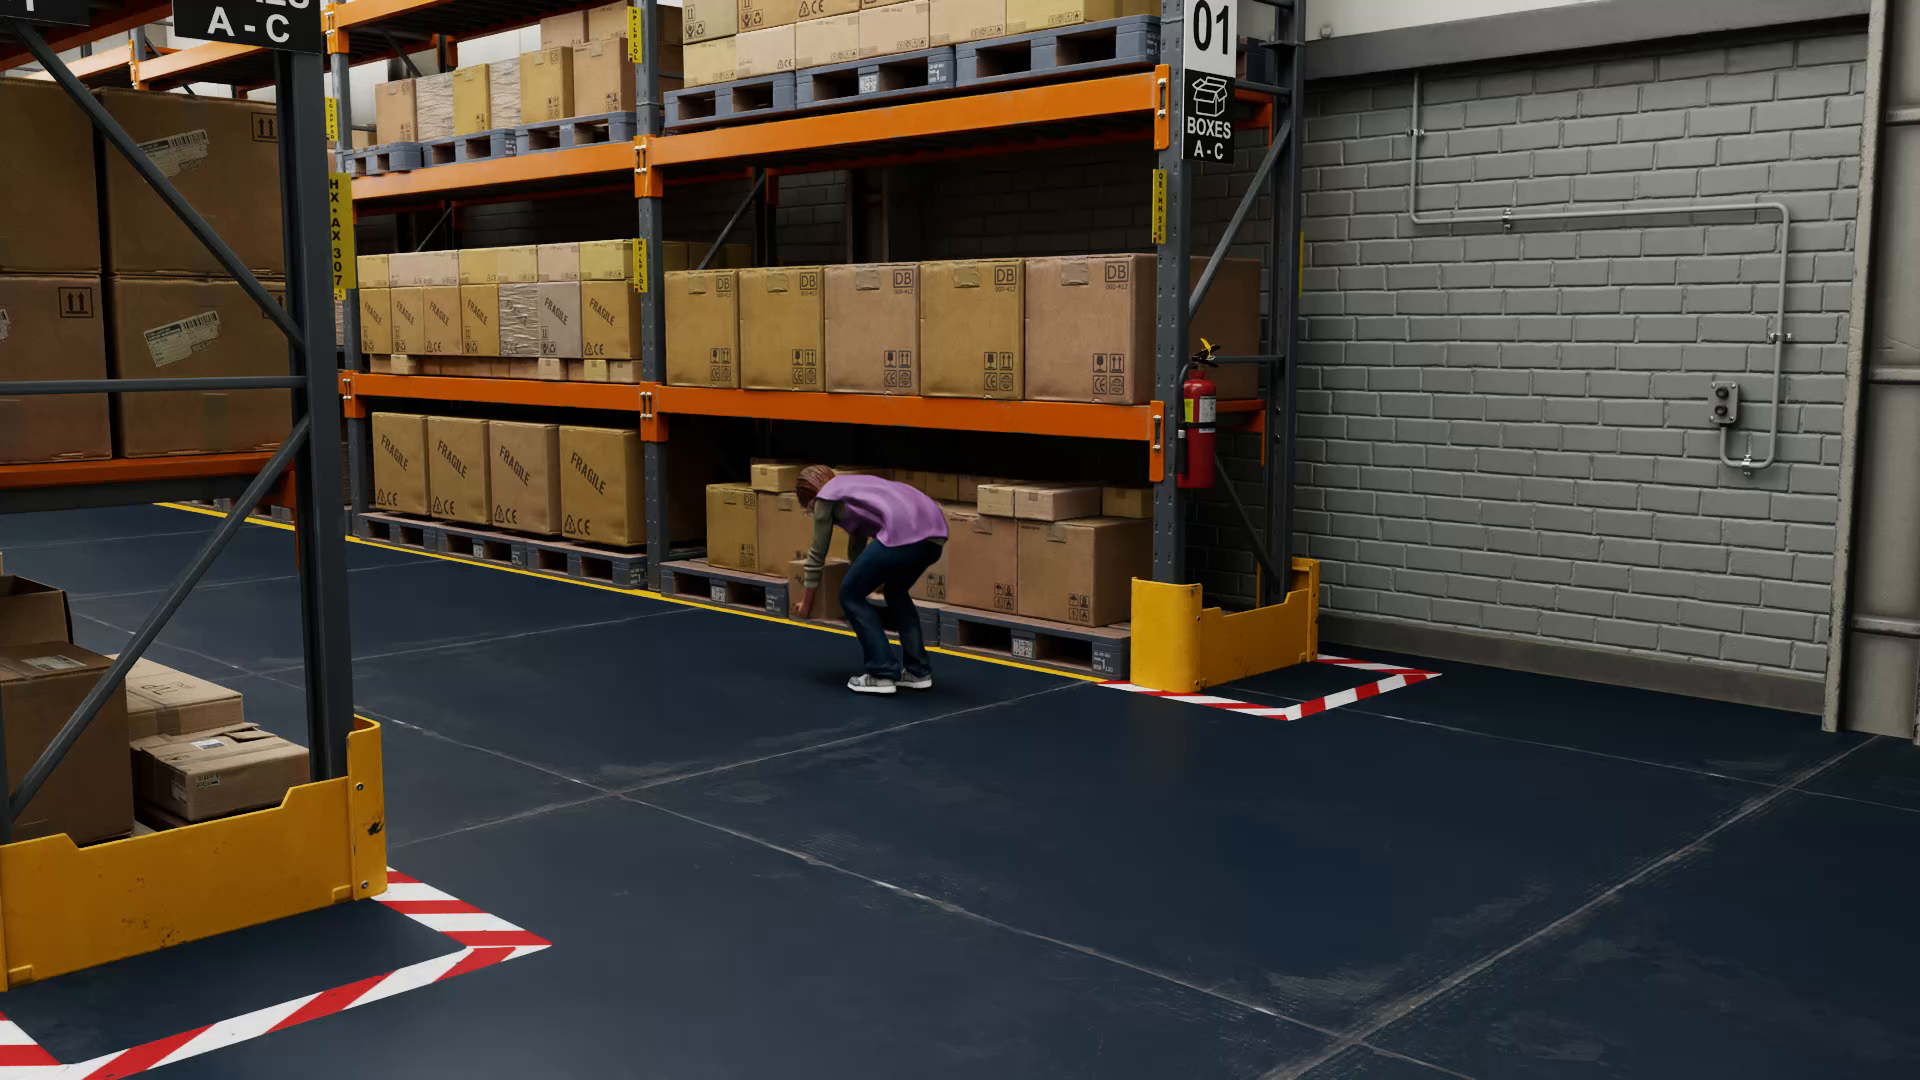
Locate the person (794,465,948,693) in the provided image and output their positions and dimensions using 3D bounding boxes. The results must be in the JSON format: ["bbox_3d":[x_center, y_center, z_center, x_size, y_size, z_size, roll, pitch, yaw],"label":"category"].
[{"bbox_3d":[-0.435,0.179,7.707,0.857,1.018,0.376,6,10,41],"label":"person"}]
